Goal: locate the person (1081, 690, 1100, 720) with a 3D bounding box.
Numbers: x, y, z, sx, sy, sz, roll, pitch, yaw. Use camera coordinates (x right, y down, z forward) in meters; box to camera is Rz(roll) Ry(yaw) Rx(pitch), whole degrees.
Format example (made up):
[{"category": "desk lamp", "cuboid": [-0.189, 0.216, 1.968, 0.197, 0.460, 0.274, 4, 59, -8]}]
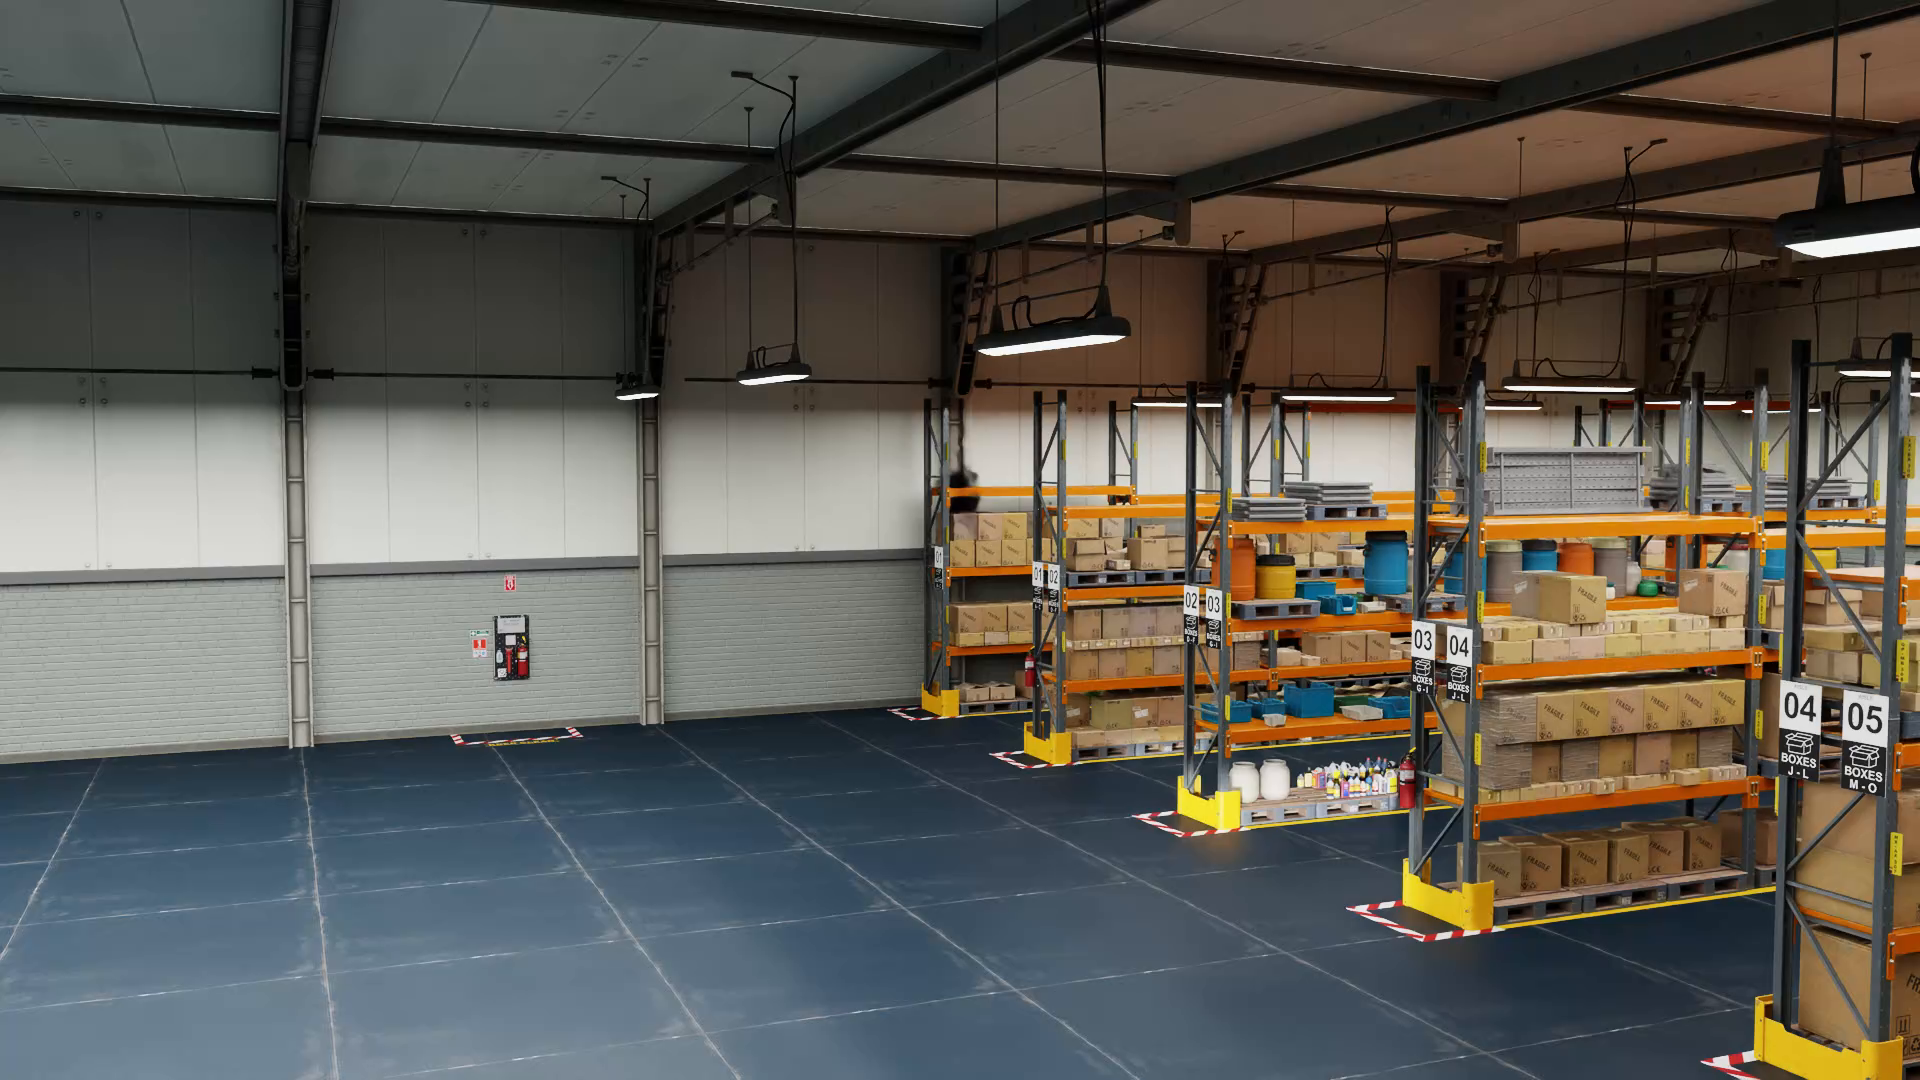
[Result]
[{"category": "person", "cuboid": [2.258, 2.297, 29.224, 0.629, 1.828, 0.636, -2, 4, -25]}]
